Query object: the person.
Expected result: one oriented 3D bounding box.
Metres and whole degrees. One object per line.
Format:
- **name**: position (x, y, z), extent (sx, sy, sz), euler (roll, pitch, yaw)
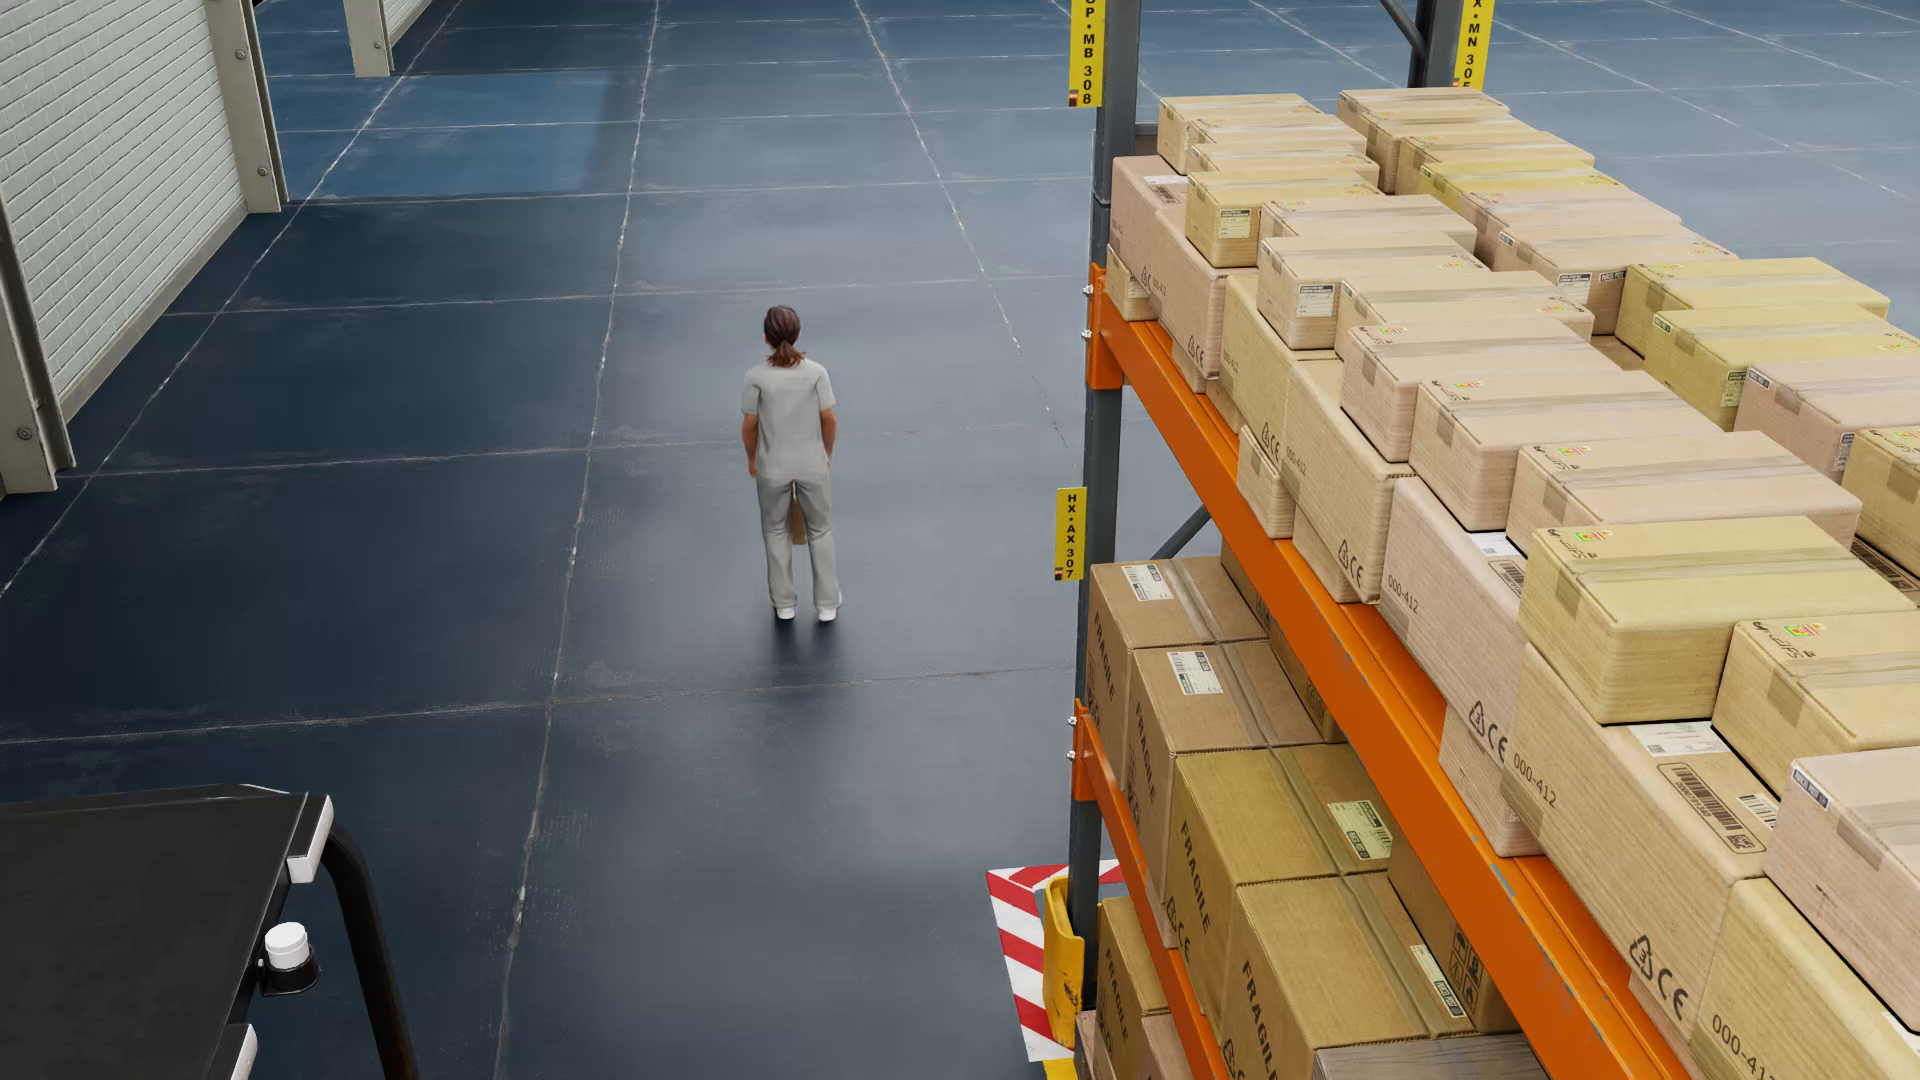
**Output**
- **person**: position (-0.847, -0.374, 8.343), extent (0.476, 1.675, 0.415), euler (-4, 28, -8)
